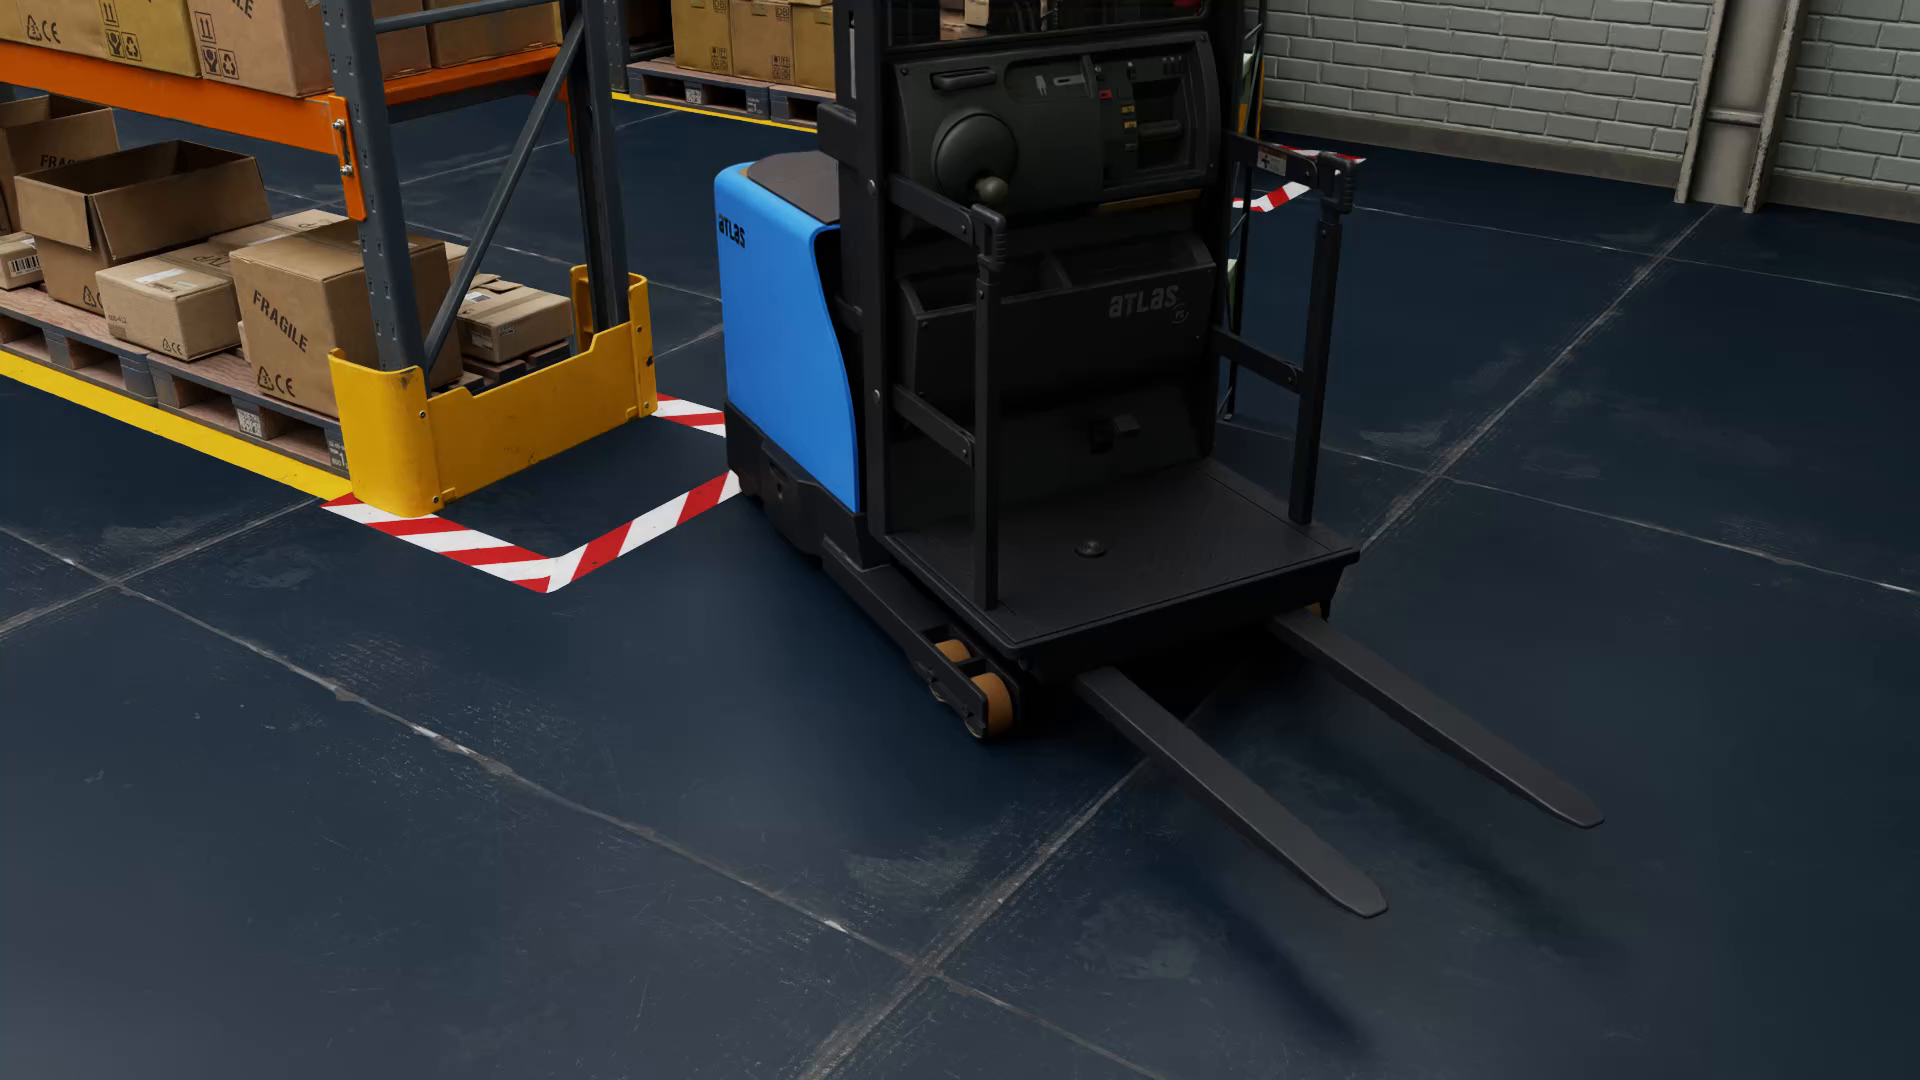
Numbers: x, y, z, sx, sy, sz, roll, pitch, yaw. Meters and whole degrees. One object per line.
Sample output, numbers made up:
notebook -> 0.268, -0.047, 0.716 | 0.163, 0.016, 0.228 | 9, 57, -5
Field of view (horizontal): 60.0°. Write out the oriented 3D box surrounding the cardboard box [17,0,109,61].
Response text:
cardboard box -> -2.874, -1.959, 5.682 | 0.500, 0.500, 0.500 | 18, 32, 31

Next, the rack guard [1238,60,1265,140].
rack guard -> 1.308, -2.372, 9.360 | 0.348, 0.500, 1.175 | 17, 32, 30

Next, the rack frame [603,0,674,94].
rack frame -> -2.009, -4.519, 10.823 | 0.127, 3.000, 1.000 | 17, 32, 30

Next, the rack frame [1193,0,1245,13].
rack frame -> 1.288, -3.492, 8.805 | 0.127, 3.000, 1.000 | 17, 32, 30

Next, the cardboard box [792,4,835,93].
cardboard box -> -0.616, -3.099, 10.326 | 0.500, 0.500, 0.700 | 18, 32, 31

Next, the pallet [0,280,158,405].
pallet -> -3.235, -0.934, 6.853 | 1.213, 0.211, 1.003 | 17, 32, 30

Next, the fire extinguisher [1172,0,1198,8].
fire extinguisher -> 1.151, -3.080, 8.492 | 0.183, 0.674, 0.296 | 17, 32, 30

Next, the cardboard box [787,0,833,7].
cardboard box -> -0.841, -3.361, 10.125 | 0.250, 0.149, 0.380 | 16, 31, 29

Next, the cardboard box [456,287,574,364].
cardboard box -> -1.664, -0.801, 6.175 | 0.250, 0.149, 0.380 | 17, 32, 30

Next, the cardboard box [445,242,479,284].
cardboard box -> -2.213, -0.984, 6.423 | 0.500, 0.250, 0.500 | 17, 32, 30

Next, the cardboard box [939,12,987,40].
cardboard box -> 0.242, -2.836, 9.809 | 0.500, 0.500, 0.700 | 17, 32, 30

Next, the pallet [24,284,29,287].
pallet -> -4.245, -1.247, 7.468 | 1.213, 0.211, 1.003 | 17, 32, 30

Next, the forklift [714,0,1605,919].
forklift -> 0.369, -1.035, 4.052 | 1.130, 2.935, 3.031 | -14, 30, -25

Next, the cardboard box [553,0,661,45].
cardboard box -> -2.618, -3.867, 11.448 | 0.750, 0.750, 0.750 | 18, 32, 31

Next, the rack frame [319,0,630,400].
rack frame -> -1.513, -1.639, 5.164 | 0.127, 3.000, 1.000 | 17, 32, 30

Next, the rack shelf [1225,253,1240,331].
rack shelf -> 0.597, -0.823, 5.932 | 0.720, 0.370, 0.431 | 9, 28, 17

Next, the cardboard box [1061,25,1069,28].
cardboard box -> 0.655, -2.708, 9.557 | 0.500, 0.500, 0.700 | 17, 32, 30

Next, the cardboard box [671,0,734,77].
cardboard box -> -1.450, -3.362, 10.842 | 0.500, 0.500, 0.700 | 18, 32, 31

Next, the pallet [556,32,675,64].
pallet -> -2.687, -3.447, 11.790 | 1.213, 0.211, 1.003 | 17, 32, 30

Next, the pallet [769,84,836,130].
pallet -> -0.416, -2.739, 10.400 | 1.213, 0.211, 1.003 | 17, 32, 30

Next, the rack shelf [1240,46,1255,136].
rack shelf -> 0.597, -1.461, 5.607 | 0.720, 0.370, 0.431 | 9, 28, 17

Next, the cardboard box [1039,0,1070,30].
cardboard box -> 0.446, -2.962, 9.340 | 0.250, 0.149, 0.380 | 17, 31, 30

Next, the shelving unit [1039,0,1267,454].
shelving unit -> 0.597, -1.114, 5.784 | 0.755, 1.500, 0.431 | 9, 28, 17

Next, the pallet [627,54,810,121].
pallet -> -1.426, -3.052, 11.015 | 1.213, 0.211, 1.003 | 17, 32, 30

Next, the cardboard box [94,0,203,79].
cardboard box -> -2.466, -1.829, 5.427 | 0.500, 0.500, 0.500 | 18, 32, 31

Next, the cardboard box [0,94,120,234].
cardboard box -> -4.180, -1.708, 7.571 | 0.500, 0.500, 0.500 | 17, 32, 30

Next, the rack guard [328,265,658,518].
rack guard -> -1.576, -0.545, 5.769 | 0.348, 0.500, 1.175 | 17, 32, 30

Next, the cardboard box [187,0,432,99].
cardboard box -> -2.036, -1.697, 5.167 | 0.500, 0.500, 0.500 | 18, 32, 32

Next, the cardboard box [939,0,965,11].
cardboard box -> 0.037, -3.299, 10.003 | 0.250, 0.149, 0.380 | 18, 32, 31

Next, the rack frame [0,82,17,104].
rack frame -> -4.810, -2.667, 7.182 | 0.127, 3.000, 1.000 | 17, 32, 30

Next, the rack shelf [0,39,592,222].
rack shelf -> -3.162, -1.832, 6.336 | 4.000, 0.370, 1.077 | 17, 32, 30

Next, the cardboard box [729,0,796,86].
cardboard box -> -1.038, -3.232, 10.587 | 0.500, 0.500, 0.700 | 17, 32, 30

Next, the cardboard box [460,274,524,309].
cardboard box -> -1.870, -0.873, 6.297 | 0.250, 0.166, 0.380 | 17, 32, 30

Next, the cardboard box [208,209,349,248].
cardboard box -> -2.625, -1.112, 6.675 | 0.500, 0.250, 0.500 | 17, 32, 30

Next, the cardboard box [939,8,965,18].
cardboard box -> -0.173, -2.965, 10.062 | 0.500, 0.500, 0.700 | 16, 31, 29

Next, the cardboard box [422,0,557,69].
cardboard box -> -1.730, -1.896, 5.559 | 0.500, 0.500, 0.500 | 18, 32, 31

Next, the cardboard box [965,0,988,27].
cardboard box -> 0.235, -3.027, 9.469 | 0.250, 0.149, 0.380 | 18, 32, 32

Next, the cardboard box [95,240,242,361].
cardboard box -> -2.867, -0.913, 6.283 | 0.500, 0.250, 0.500 | 17, 32, 30

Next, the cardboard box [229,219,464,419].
cardboard box -> -2.101, -0.769, 5.725 | 0.500, 0.500, 0.500 | 17, 32, 30

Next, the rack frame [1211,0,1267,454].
rack frame -> 0.942, -1.058, 5.675 | 0.023, 1.500, 0.400 | 9, 28, 17

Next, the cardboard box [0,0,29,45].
cardboard box -> -3.289, -2.089, 5.937 | 0.500, 0.500, 0.500 | 17, 31, 30

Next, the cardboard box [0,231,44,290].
cardboard box -> -3.868, -1.193, 6.925 | 0.250, 0.166, 0.380 | 17, 32, 30

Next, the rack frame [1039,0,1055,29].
rack frame -> 0.252, -1.169, 5.894 | 0.023, 1.500, 0.400 | 9, 28, 17

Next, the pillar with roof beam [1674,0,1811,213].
pillar with roof beam -> 1.566, -4.187, 3.555 | 0.400, 9.000, 9.100 | 17, 32, 30

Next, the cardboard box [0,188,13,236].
cardboard box -> -4.587, -1.476, 7.322 | 0.500, 0.311, 0.500 | 17, 32, 30

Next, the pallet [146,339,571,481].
pallet -> -2.233, -0.620, 6.237 | 1.213, 0.211, 1.003 | 17, 32, 30

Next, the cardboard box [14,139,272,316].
cardboard box -> -3.259, -1.269, 6.705 | 0.637, 0.503, 0.797 | 17, 32, 30

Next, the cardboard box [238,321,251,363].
cardboard box -> -2.384, -0.758, 6.071 | 0.250, 0.166, 0.380 | 17, 32, 30
